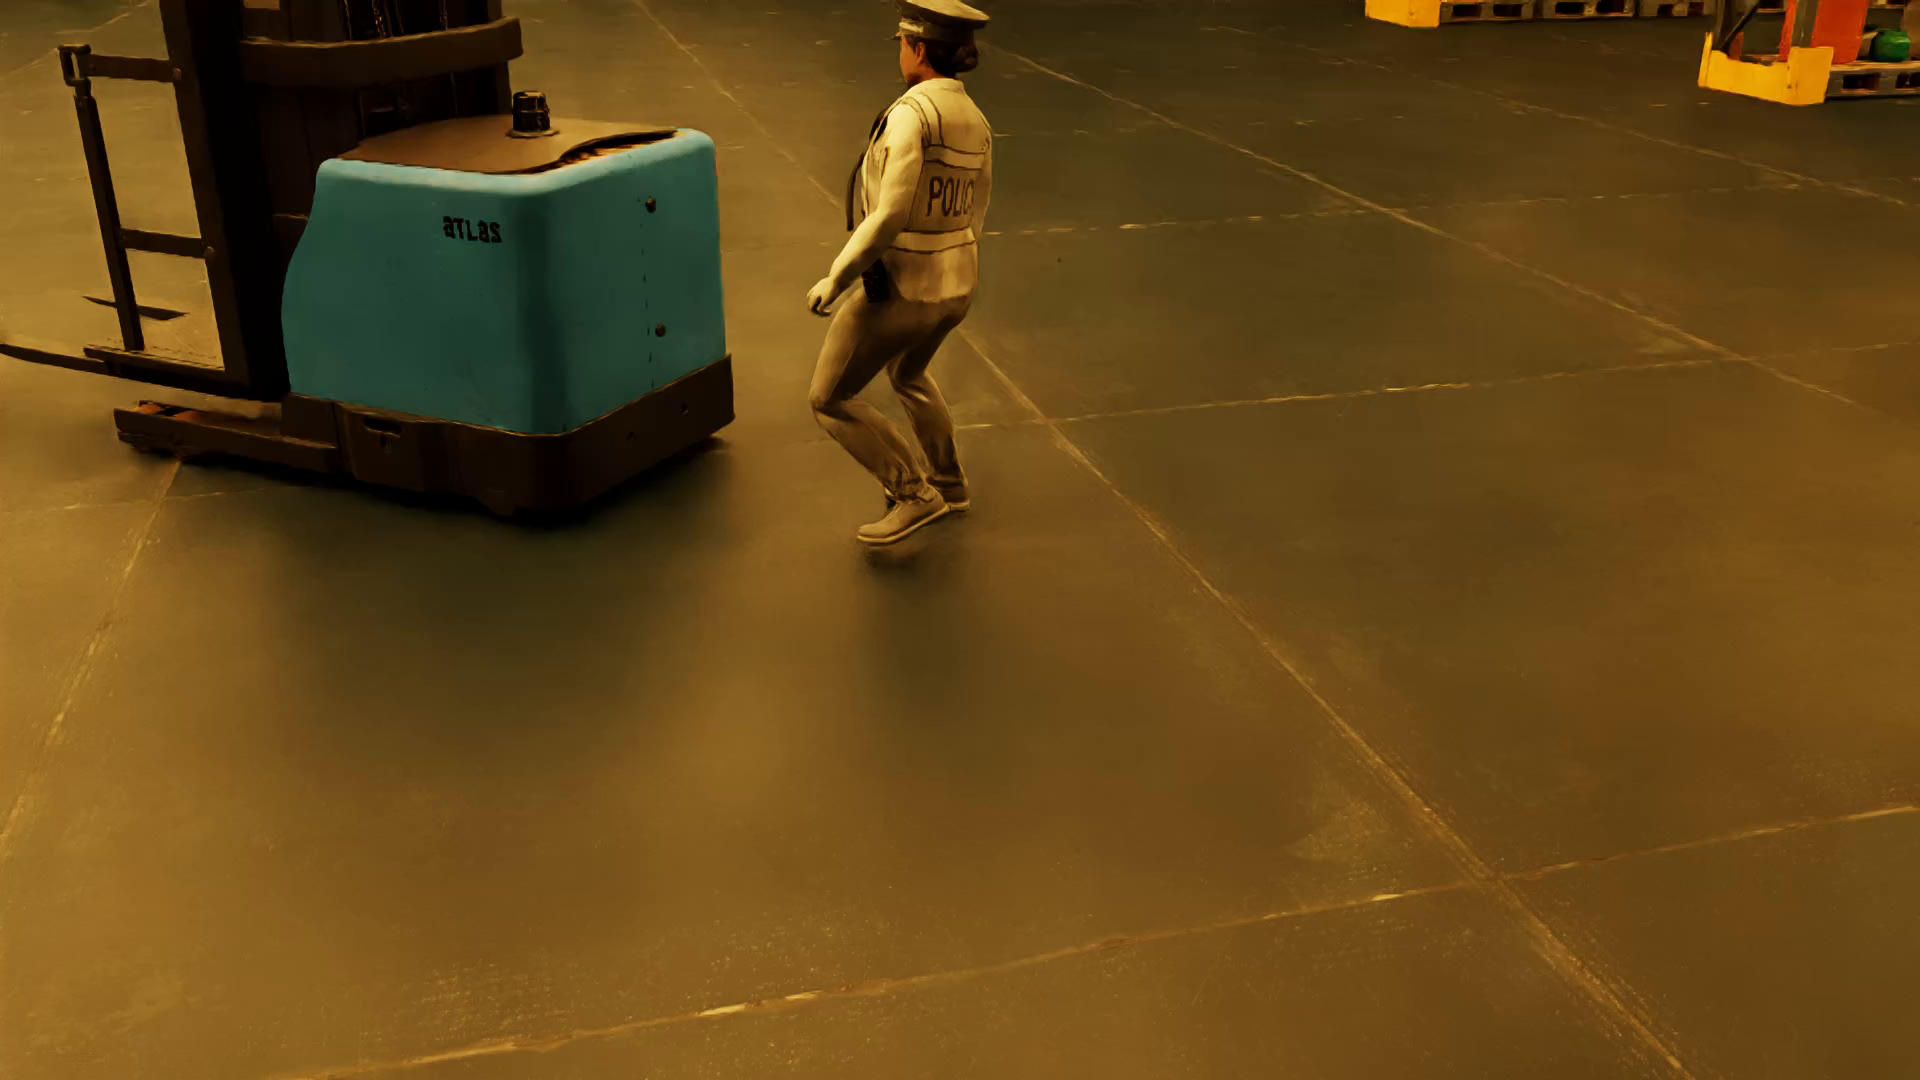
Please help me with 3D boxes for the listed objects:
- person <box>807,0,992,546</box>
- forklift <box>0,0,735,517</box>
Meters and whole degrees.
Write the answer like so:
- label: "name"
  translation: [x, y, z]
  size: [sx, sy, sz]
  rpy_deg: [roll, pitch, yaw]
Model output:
- label: "person"
  translation: [-0.138, -0.764, 4.828]
  size: [0.444, 1.578, 0.740]
  rpy_deg: [14, 27, 30]
- label: "forklift"
  translation: [-2.354, -1.797, 5.531]
  size: [3.031, 2.935, 1.130]
  rpy_deg: [10, 25, 23]
